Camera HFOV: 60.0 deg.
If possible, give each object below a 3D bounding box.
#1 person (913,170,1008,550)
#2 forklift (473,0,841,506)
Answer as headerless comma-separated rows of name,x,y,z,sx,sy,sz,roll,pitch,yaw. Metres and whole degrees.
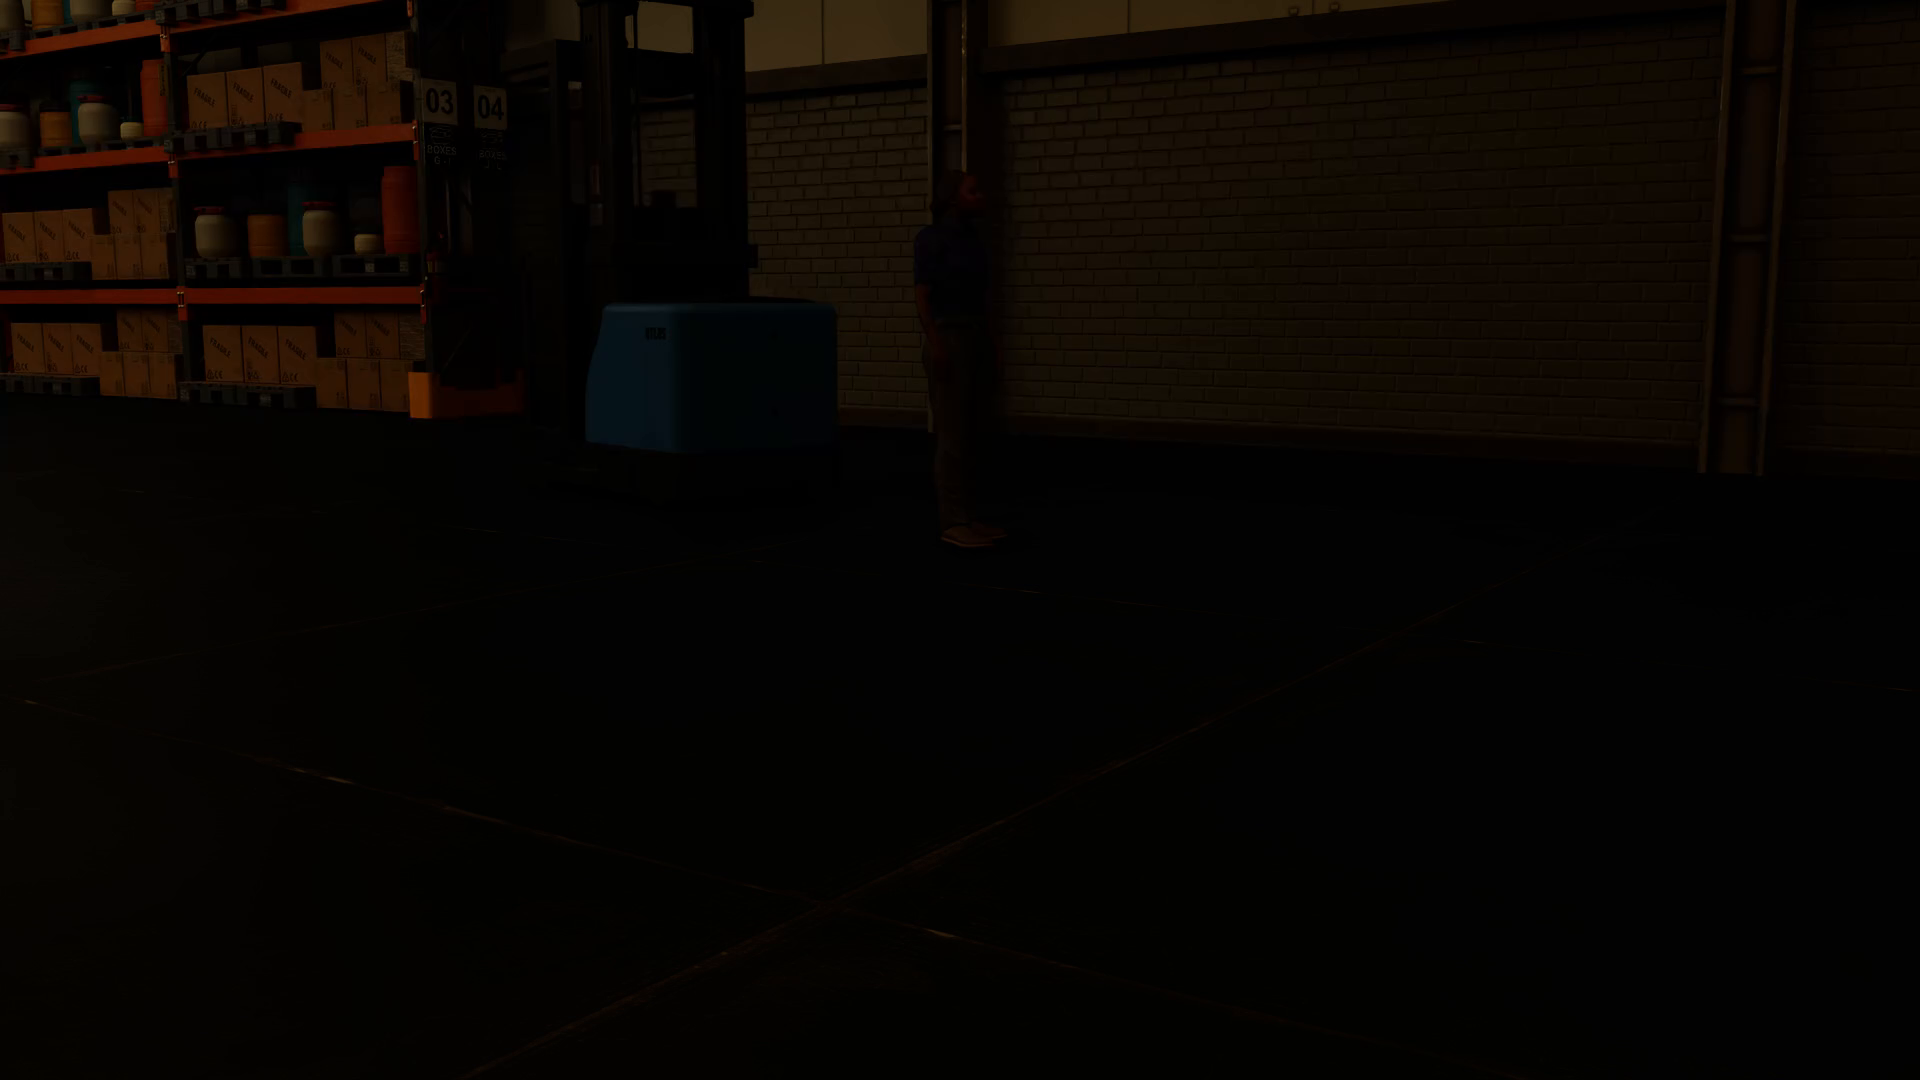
person,0.062,-0.817,7.422,0.503,1.656,0.570,5,10,34
forklift,-1.970,-1.785,9.745,1.130,2.935,3.031,-7,10,-39
